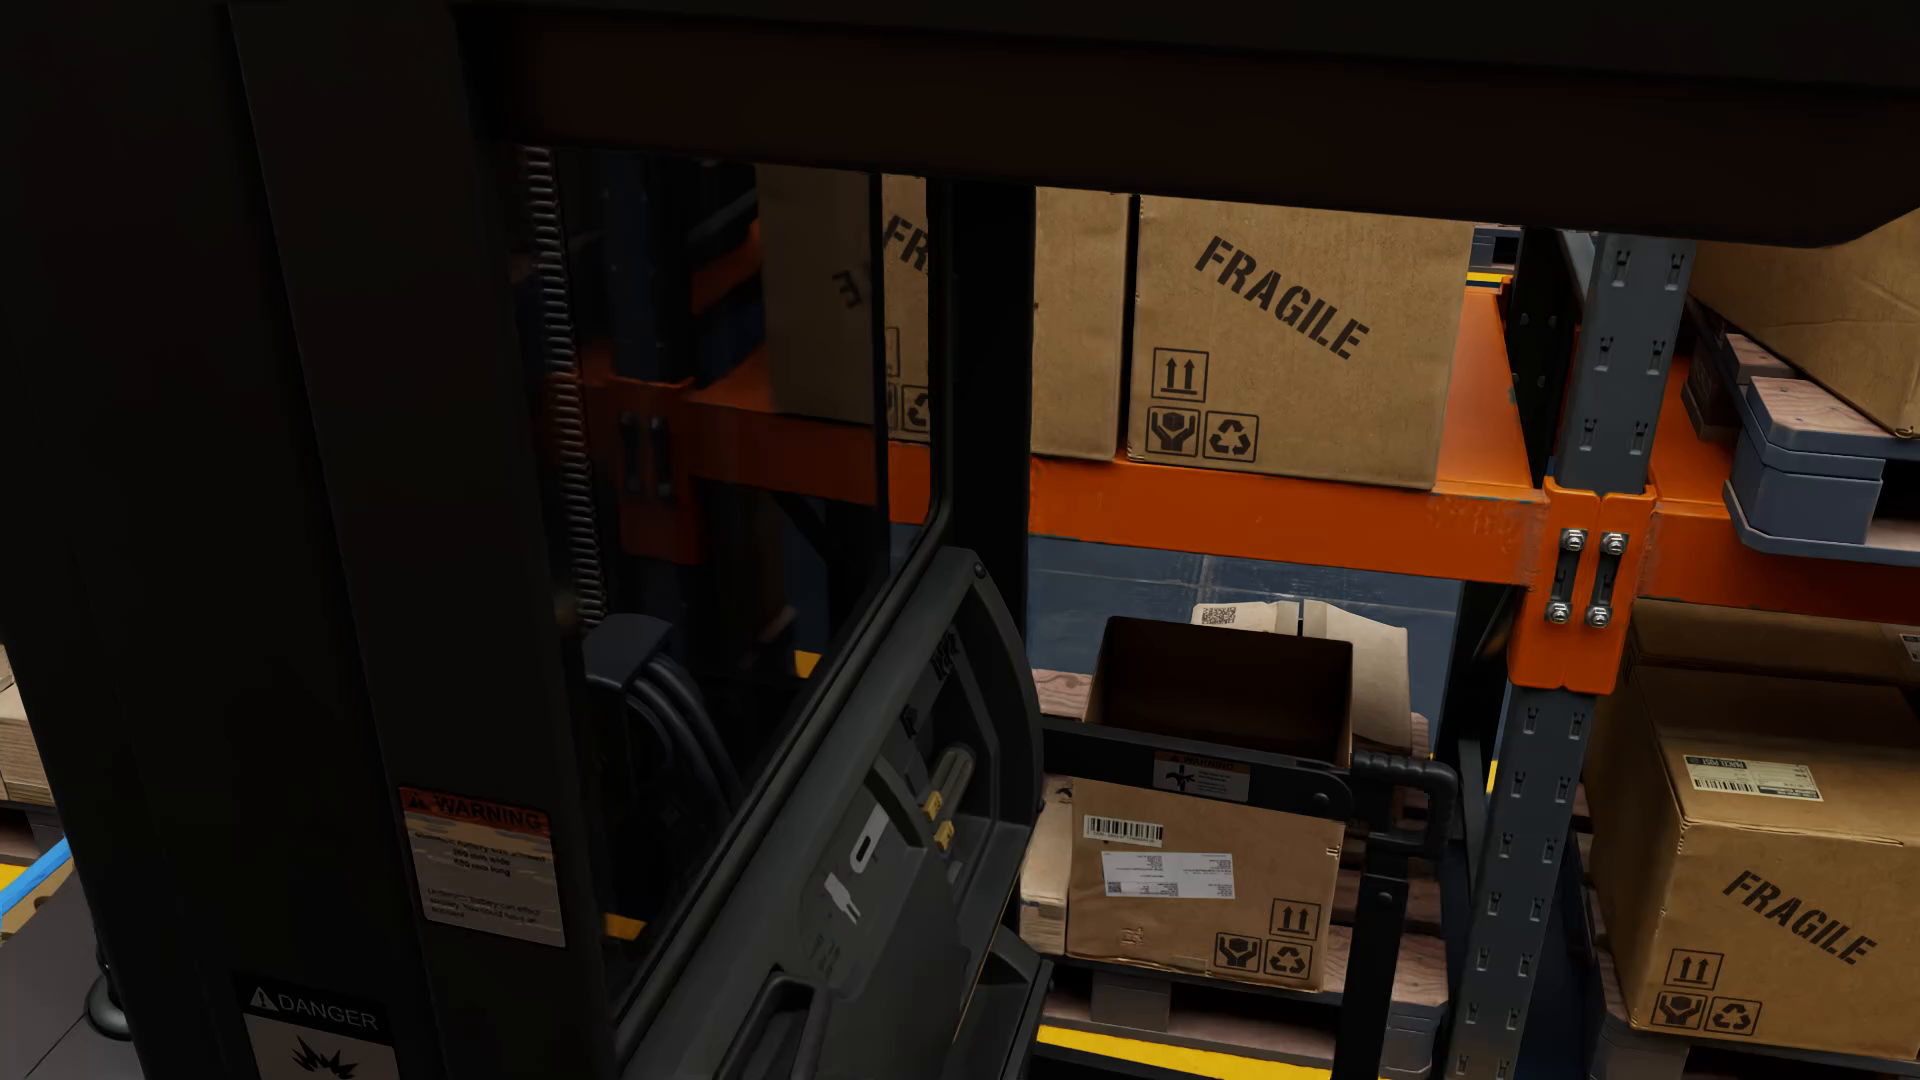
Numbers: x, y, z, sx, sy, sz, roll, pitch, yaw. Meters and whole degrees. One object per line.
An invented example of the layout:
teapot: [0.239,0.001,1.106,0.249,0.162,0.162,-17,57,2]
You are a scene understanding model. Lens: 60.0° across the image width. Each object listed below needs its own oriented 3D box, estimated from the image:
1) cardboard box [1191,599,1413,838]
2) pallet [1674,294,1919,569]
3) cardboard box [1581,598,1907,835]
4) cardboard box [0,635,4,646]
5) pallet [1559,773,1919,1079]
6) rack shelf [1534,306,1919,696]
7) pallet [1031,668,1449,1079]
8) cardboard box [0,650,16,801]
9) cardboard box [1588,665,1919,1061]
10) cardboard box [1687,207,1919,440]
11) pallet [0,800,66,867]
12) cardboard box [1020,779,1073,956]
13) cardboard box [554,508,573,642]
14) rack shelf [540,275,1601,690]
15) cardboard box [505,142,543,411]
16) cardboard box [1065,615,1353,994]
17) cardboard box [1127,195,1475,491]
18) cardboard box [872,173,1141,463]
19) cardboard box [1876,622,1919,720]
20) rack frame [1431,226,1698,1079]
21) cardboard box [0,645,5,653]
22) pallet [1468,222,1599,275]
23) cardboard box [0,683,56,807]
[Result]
cardboard box: [0.754,0.378,3.778,0.500,0.311,0.500,6,29,11]
pallet: [1.878,-0.249,2.781,1.213,0.211,1.003,6,29,11]
cardboard box: [1.662,0.354,3.625,0.500,0.500,0.500,6,29,10]
cardboard box: [-2.209,-0.023,4.314,0.500,0.500,0.500,6,29,11]
pallet: [1.923,0.822,3.528,1.213,0.211,1.003,6,29,11]
rack shelf: [3.075,0.051,2.781,4.000,0.370,1.077,6,29,11]
pallet: [0.448,0.689,3.771,1.213,0.211,1.003,6,29,11]
cardboard box: [-2.210,0.413,3.865,0.250,0.166,0.380,6,29,11]
cardboard box: [1.541,0.602,3.172,0.500,0.500,0.500,5,29,8]
cardboard box: [1.536,-0.540,2.572,0.500,0.500,0.700,-4,29,-7]
pallet: [-1.938,0.445,4.218,1.213,0.211,1.003,6,29,11]
cardboard box: [0.124,0.660,3.432,0.250,0.149,0.380,6,29,11]
cardboard box: [-0.719,0.251,3.809,0.637,0.503,0.797,6,29,11]
rack shelf: [-0.837,-0.350,3.514,4.000,0.370,1.077,6,29,11]
cardboard box: [-0.929,-0.589,3.099,0.500,0.500,0.500,6,29,11]
cardboard box: [0.503,0.515,3.331,0.500,0.500,0.500,6,29,11]
cardboard box: [0.577,-0.438,2.823,0.500,0.500,0.500,6,29,11]
cardboard box: [0.072,-0.489,2.916,0.500,0.500,0.500,7,29,12]
cardboard box: [2.143,0.407,3.527,0.500,0.500,0.500,6,29,11]
rack frame: [1.119,-0.465,2.975,0.127,3.000,1.000,6,29,11]
cardboard box: [-2.455,0.395,3.915,0.250,0.149,0.380,6,29,11]
pallet: [2.903,-1.470,7.716,1.213,0.211,1.003,6,29,11]
cardboard box: [-1.831,0.385,3.828,0.500,0.250,0.500,6,29,11]
